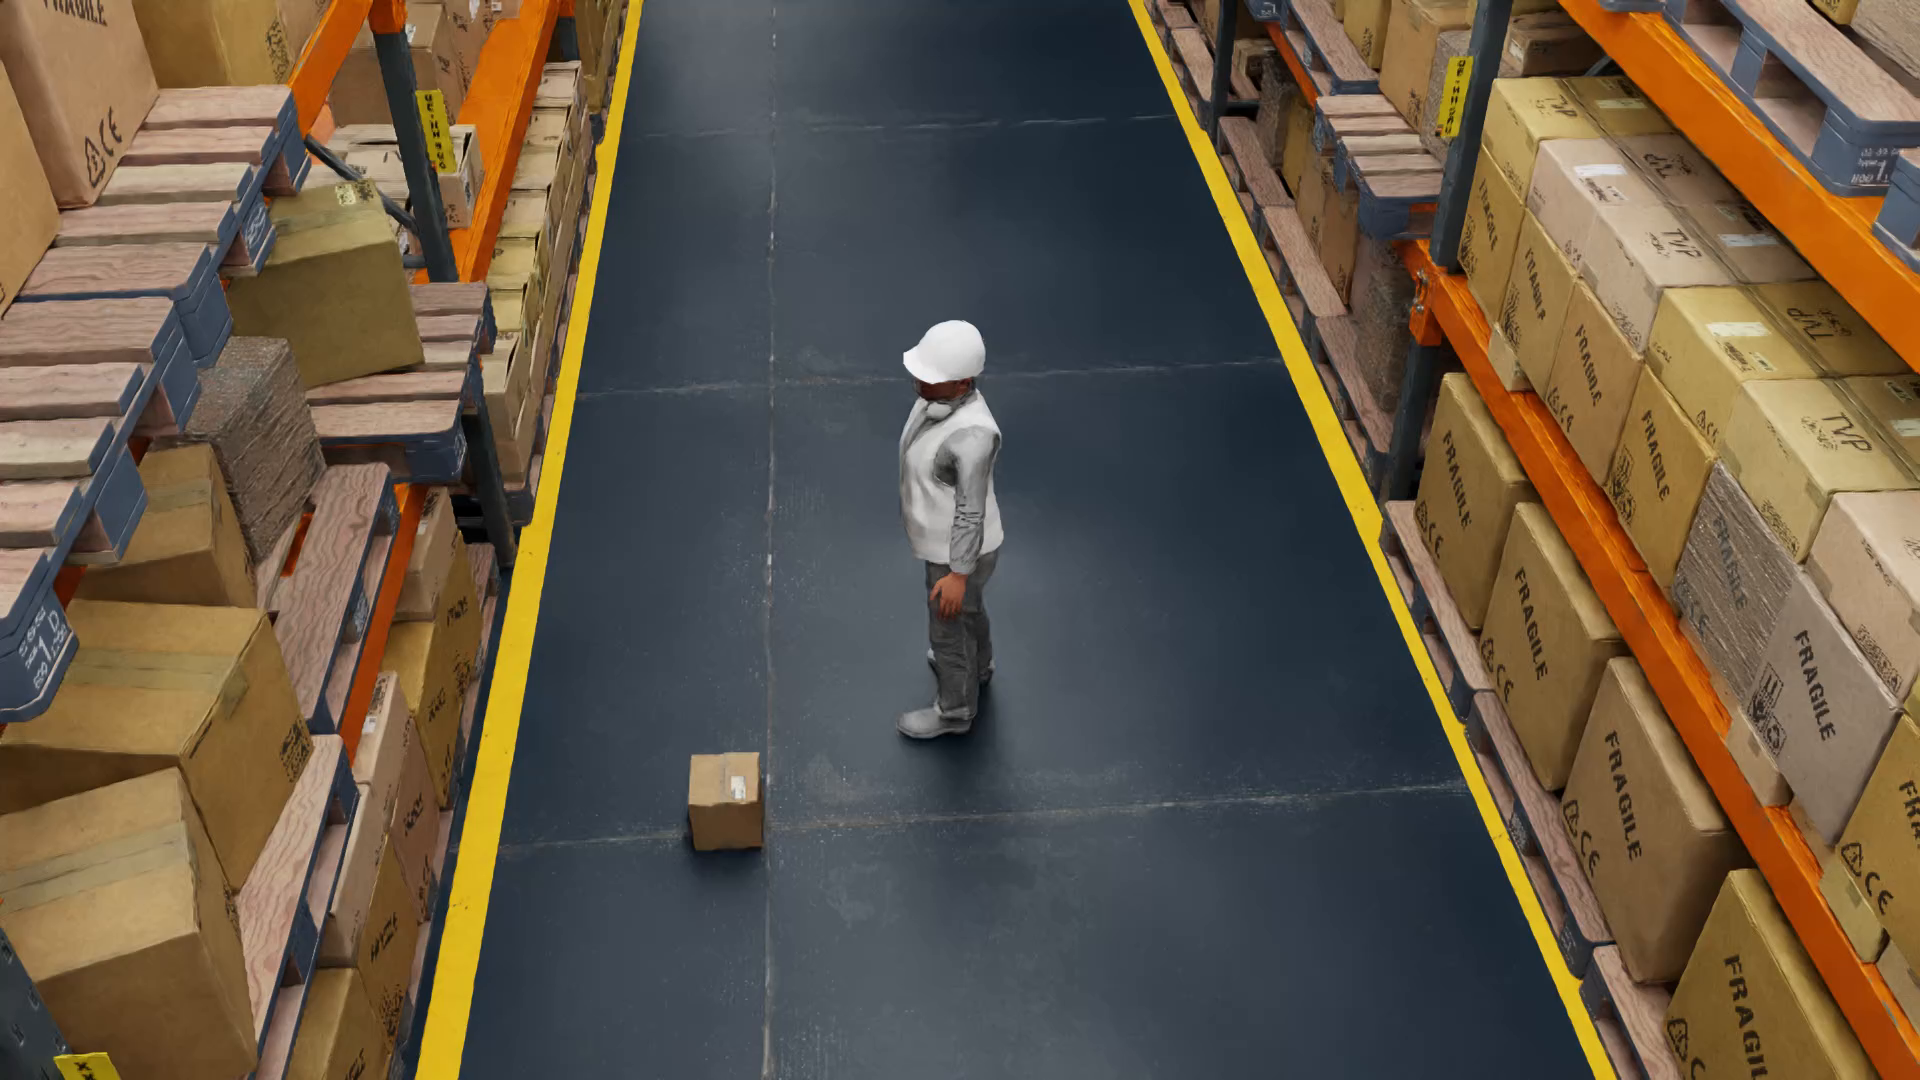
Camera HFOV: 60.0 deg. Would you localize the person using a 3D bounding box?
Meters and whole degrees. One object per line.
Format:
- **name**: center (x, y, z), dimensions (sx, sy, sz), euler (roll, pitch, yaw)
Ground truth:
- **person**: center (-0.053, -0.018, 6.127), dimensions (0.443, 1.779, 0.650), euler (-7, 39, -9)
